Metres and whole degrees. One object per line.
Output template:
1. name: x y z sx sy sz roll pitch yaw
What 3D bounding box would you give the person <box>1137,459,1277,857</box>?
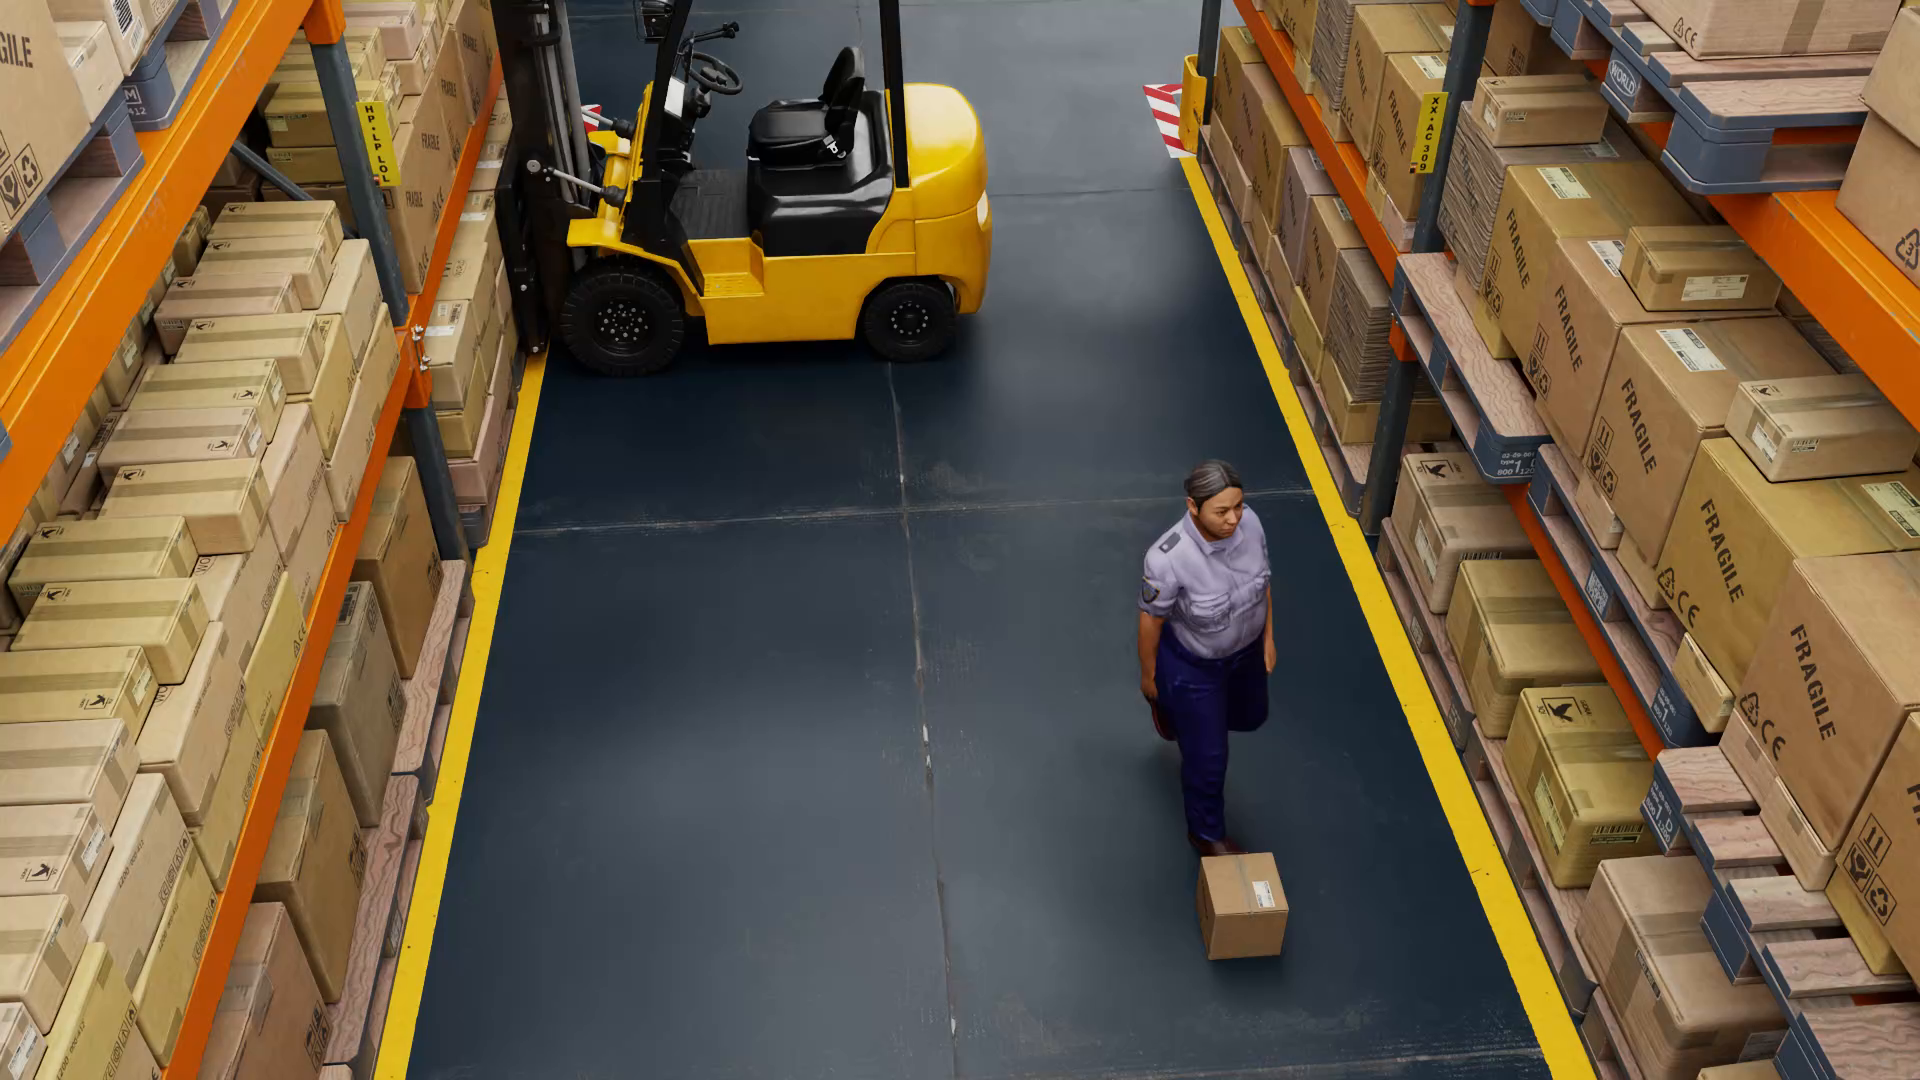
1. person: 0.830 0.390 5.710 0.509 1.606 0.774 -26 46 -28
